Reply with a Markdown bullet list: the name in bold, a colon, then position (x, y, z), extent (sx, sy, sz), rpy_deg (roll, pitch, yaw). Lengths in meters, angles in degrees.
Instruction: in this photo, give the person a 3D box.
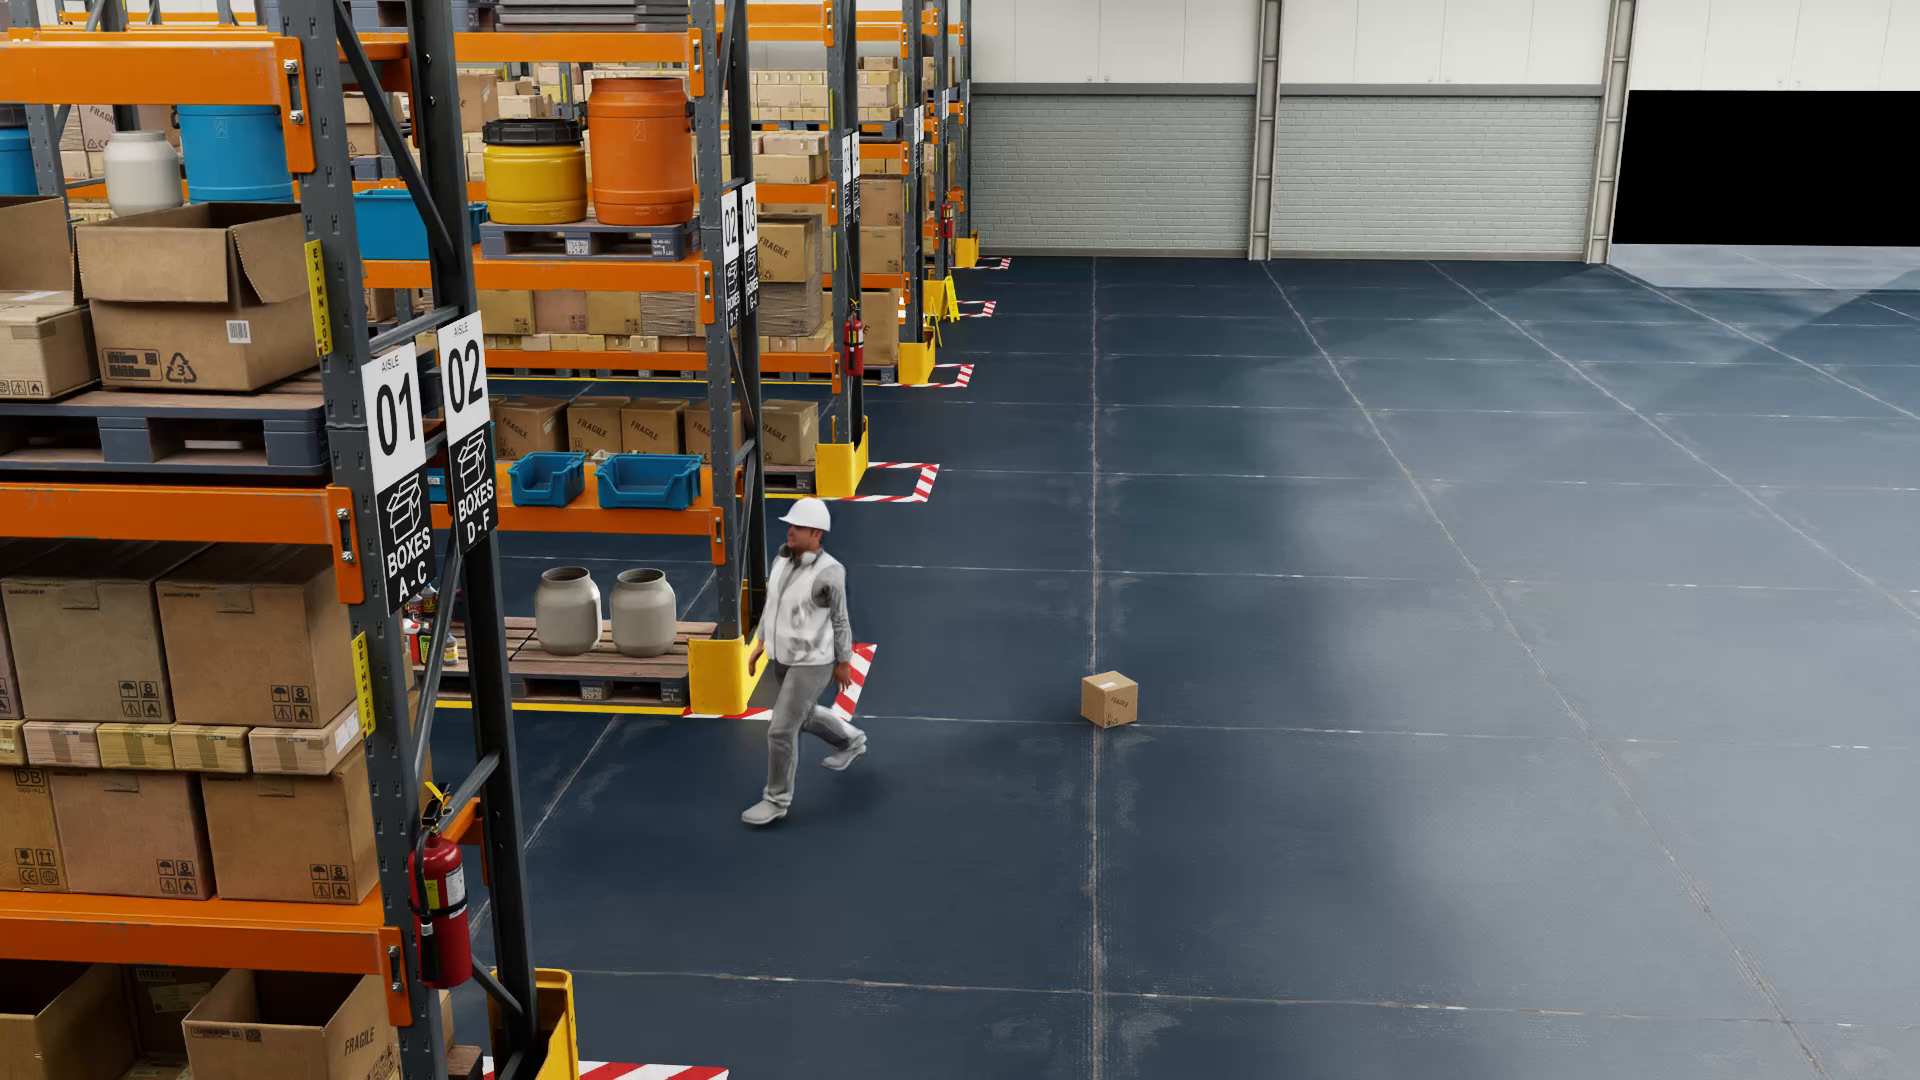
- **person**: position (-0.870, 0.614, 9.049), extent (0.969, 1.733, 0.539), rpy_deg (-14, 22, -38)
